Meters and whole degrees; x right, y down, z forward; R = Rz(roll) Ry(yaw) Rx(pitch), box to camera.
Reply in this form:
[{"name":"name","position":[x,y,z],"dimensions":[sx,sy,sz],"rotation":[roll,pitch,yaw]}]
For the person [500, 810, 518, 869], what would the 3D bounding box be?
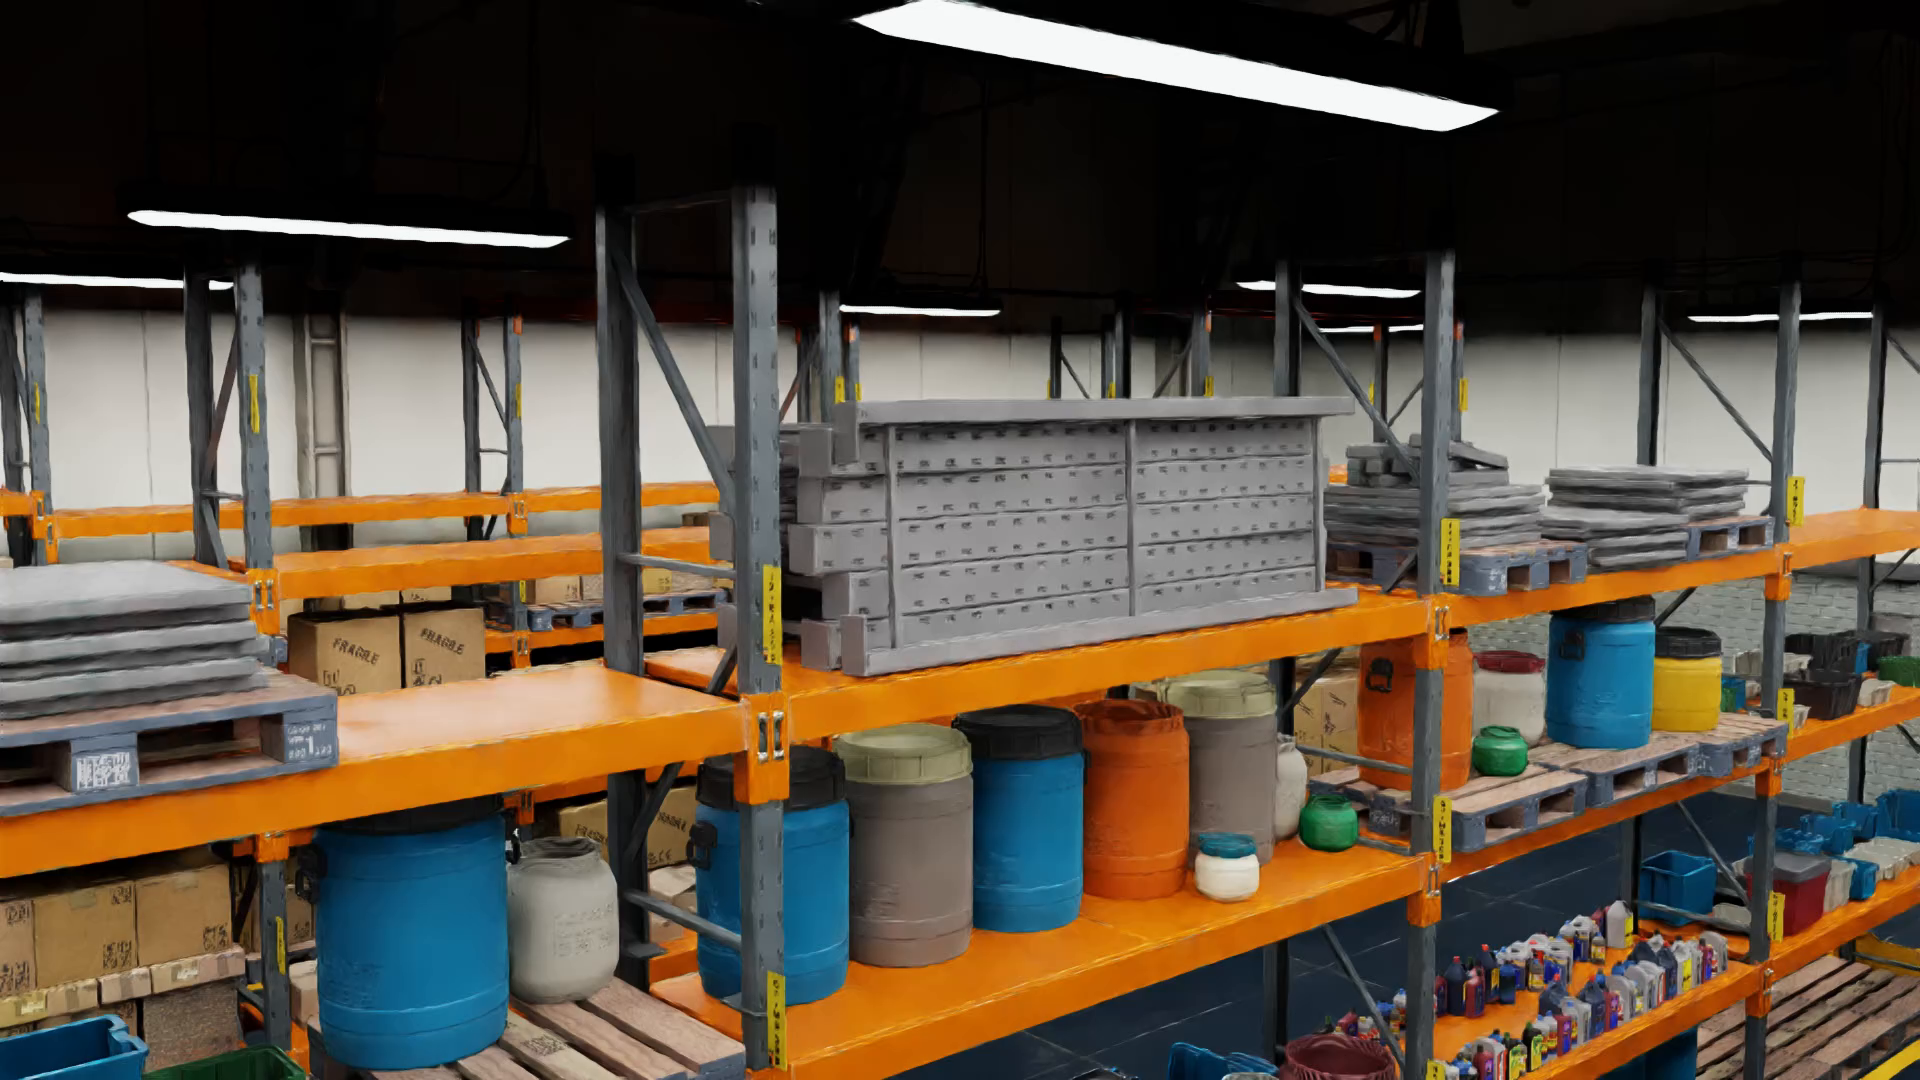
[{"name":"person","position":[-4.053,2.985,14.525],"dimensions":[0.491,1.598,1.000],"rotation":[5,7,40]}]
